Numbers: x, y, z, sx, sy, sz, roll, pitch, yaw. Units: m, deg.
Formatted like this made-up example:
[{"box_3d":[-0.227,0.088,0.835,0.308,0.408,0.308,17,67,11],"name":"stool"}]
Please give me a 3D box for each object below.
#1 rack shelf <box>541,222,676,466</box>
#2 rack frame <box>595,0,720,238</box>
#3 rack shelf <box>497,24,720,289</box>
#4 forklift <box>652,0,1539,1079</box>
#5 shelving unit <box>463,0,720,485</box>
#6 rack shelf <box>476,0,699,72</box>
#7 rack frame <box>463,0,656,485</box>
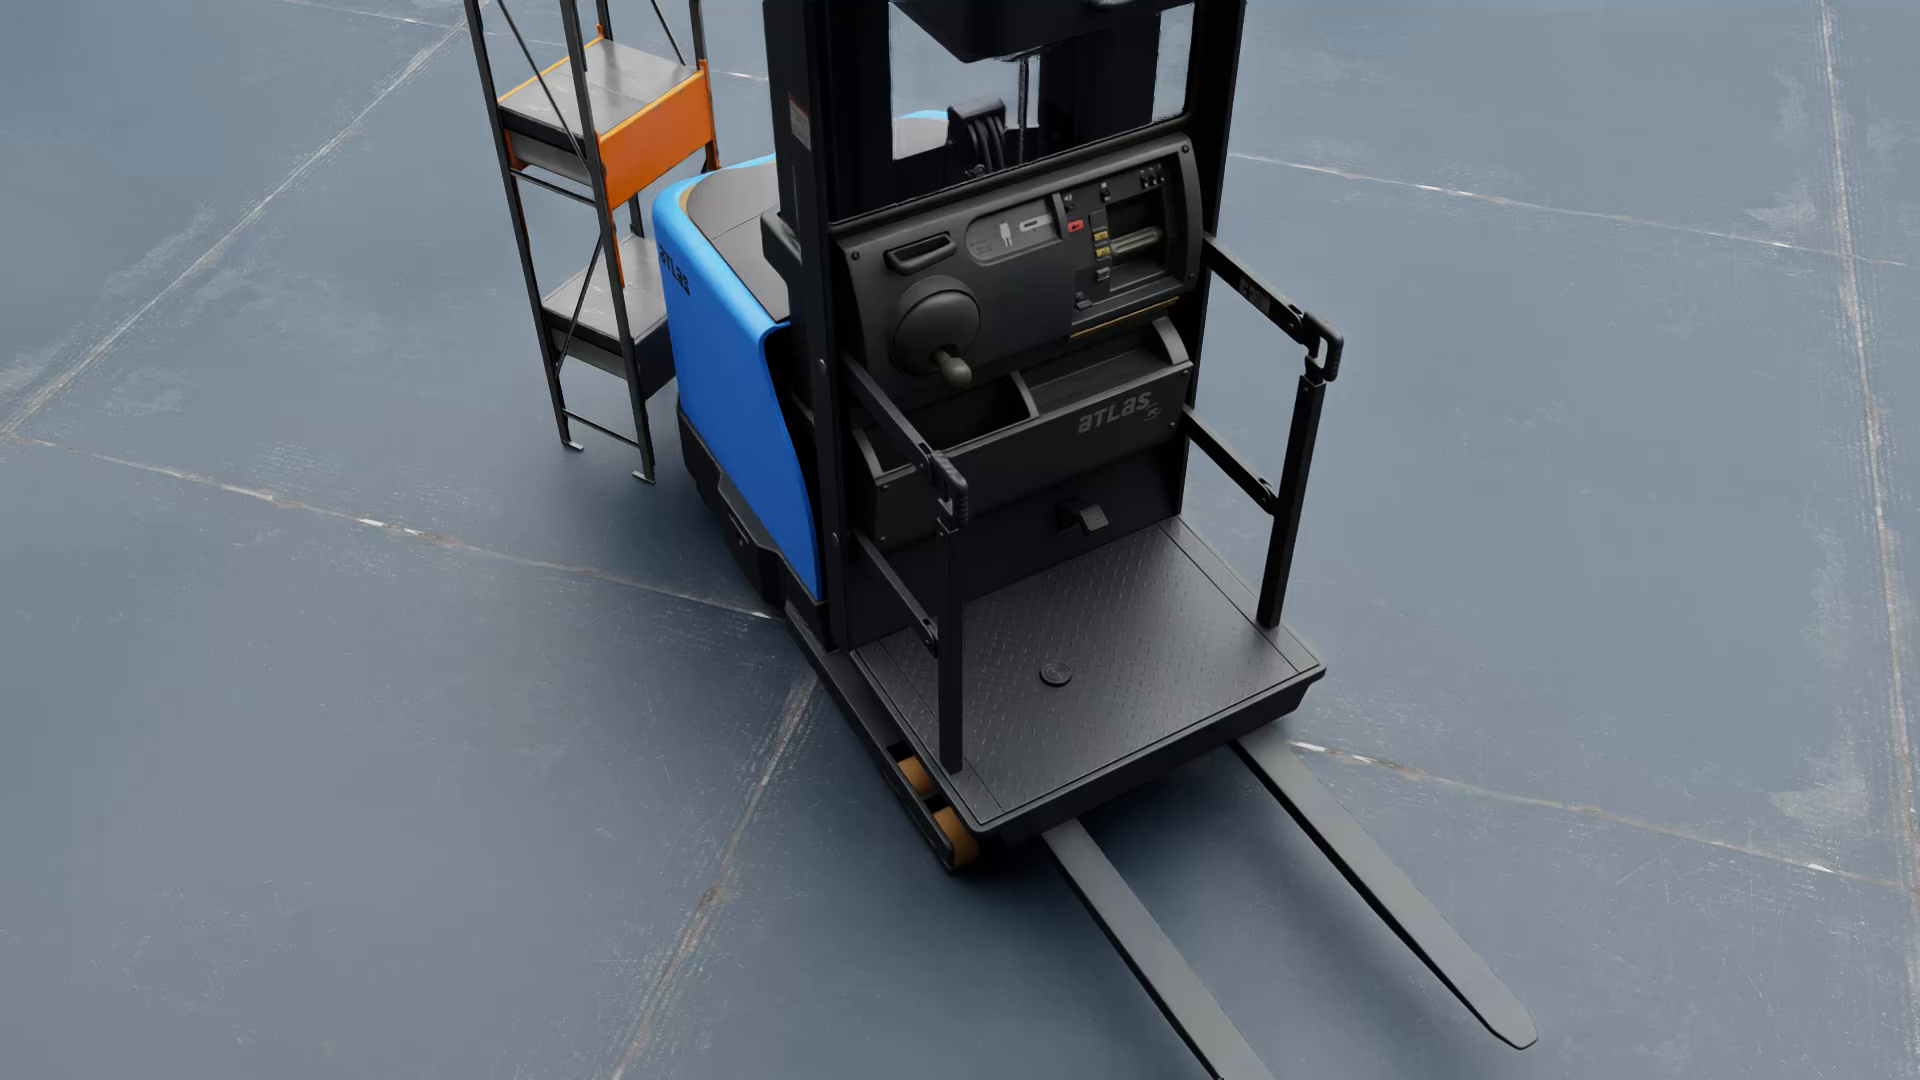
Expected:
[{"box_3d":[-1.037,-0.642,5.425,0.431,0.518,0.480,24,49,22],"name":"rack shelf"},{"box_3d":[-0.906,-1.296,5.073,0.400,2.100,0.015,24,49,22],"name":"rack frame"},{"box_3d":[-1.037,-1.142,4.936,0.431,0.518,0.480,24,49,22],"name":"rack shelf"},{"box_3d":[0.273,-0.558,3.725,1.130,2.935,3.031,-22,48,-21],"name":"forklift"},{"box_3d":[-1.037,-1.152,4.926,0.431,2.100,0.503,24,49,22],"name":"shelving unit"},{"box_3d":[-1.037,-1.643,4.446,0.431,0.518,0.480,24,49,22],"name":"rack shelf"},{"box_3d":[-1.167,-1.008,4.779,0.400,2.100,0.015,24,49,22],"name":"rack frame"}]
